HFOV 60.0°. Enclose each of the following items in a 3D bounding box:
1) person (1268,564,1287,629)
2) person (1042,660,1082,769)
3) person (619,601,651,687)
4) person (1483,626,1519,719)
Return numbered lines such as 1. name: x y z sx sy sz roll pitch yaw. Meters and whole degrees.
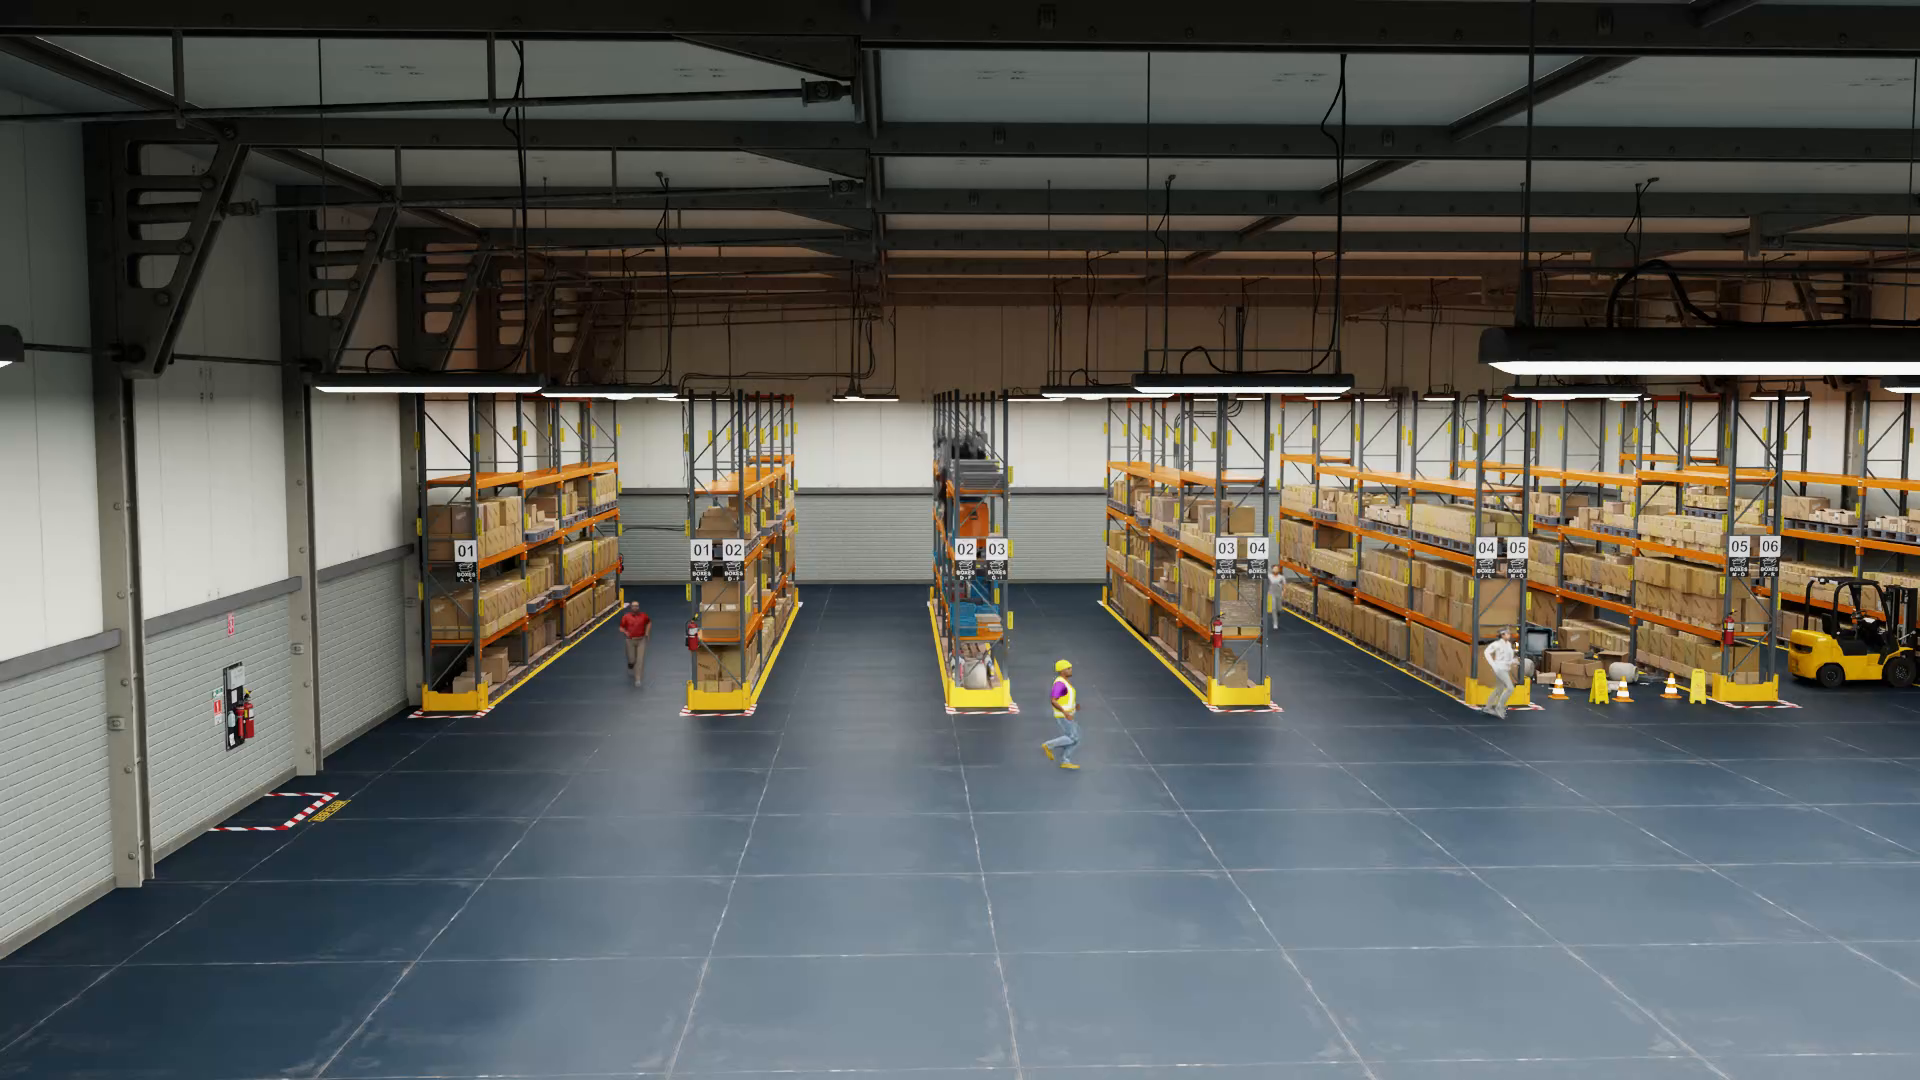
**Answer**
1. person: 8.064 1.431 42.577 0.600 1.632 0.769 0 5 3
2. person: 1.603 2.739 26.118 0.589 1.721 0.702 1 5 12
3. person: -6.609 2.095 33.920 0.665 1.698 0.931 -1 5 -16
4. person: 9.899 2.414 30.400 0.649 1.714 0.607 4 6 42
